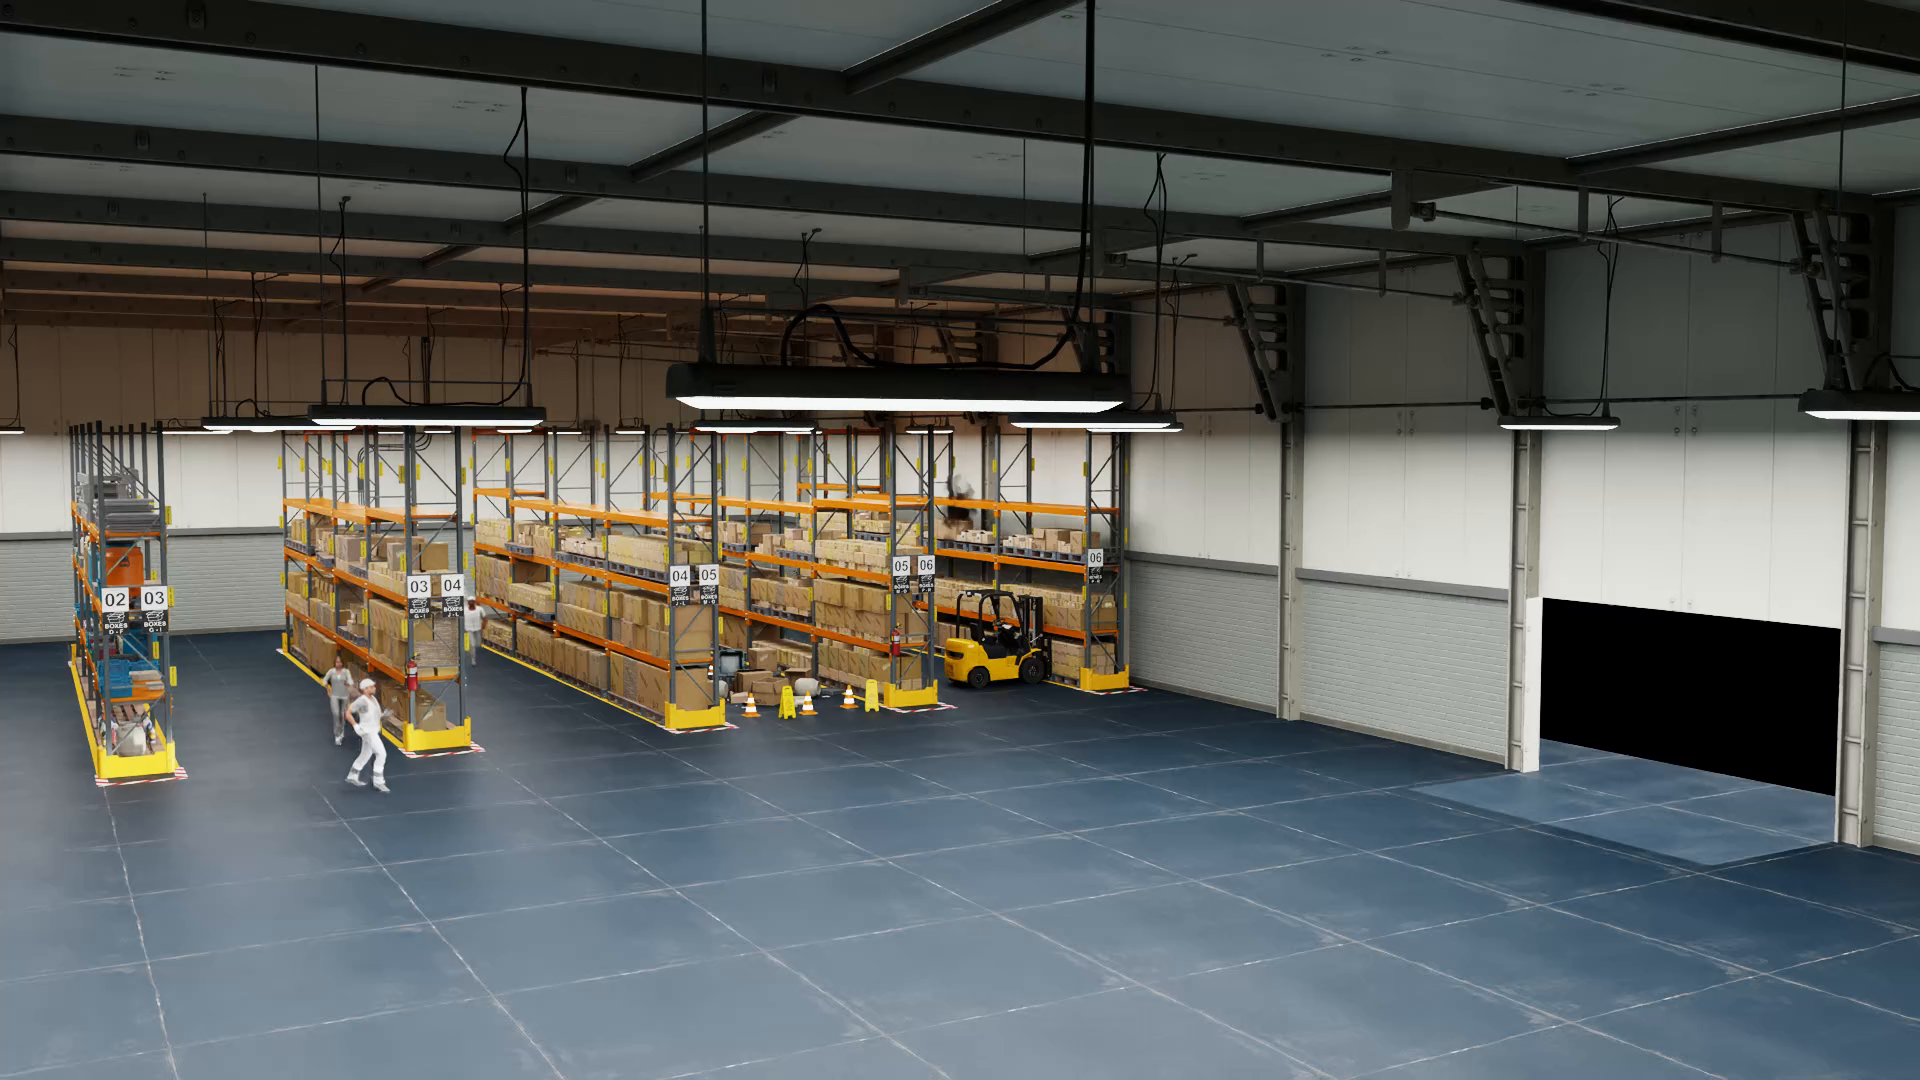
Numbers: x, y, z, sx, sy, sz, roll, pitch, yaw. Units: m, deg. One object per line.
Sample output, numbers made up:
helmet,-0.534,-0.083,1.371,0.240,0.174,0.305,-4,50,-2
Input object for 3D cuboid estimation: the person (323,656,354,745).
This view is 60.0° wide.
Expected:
person,-11.630,2.995,31.152,0.520,1.643,0.681,-2,4,-28

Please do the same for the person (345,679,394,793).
person,-9.559,3.161,26.884,0.793,1.845,0.646,0,4,-3

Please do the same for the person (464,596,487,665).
person,-12.298,2.273,41.984,0.693,1.732,0.561,-2,4,-23
